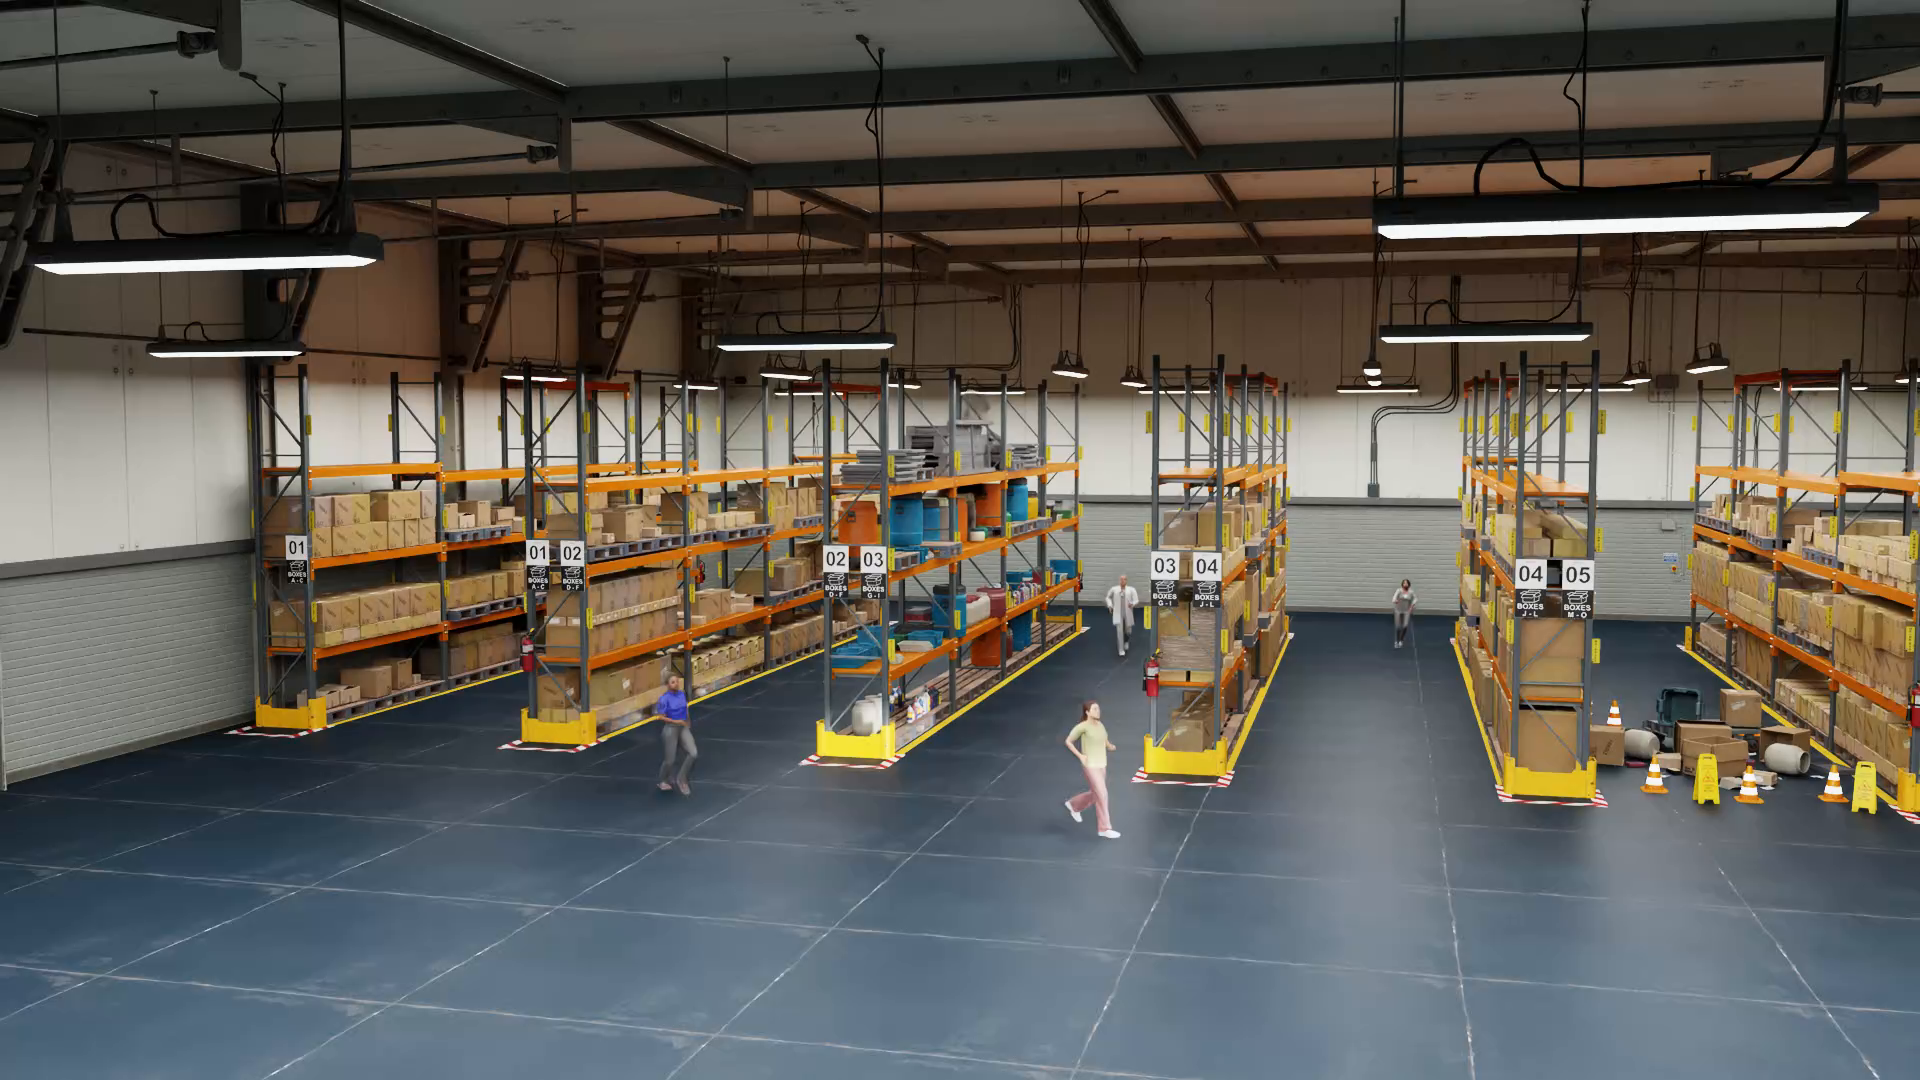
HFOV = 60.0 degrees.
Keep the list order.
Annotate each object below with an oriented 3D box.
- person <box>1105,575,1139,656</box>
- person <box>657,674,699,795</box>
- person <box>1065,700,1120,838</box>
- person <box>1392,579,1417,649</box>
[{"bbox_3d":[3.537,1.631,36.258,0.719,1.743,0.884,0,4,2],"label":"person"},{"bbox_3d":[-3.848,2.642,22.604,0.582,1.663,0.702,-4,6,-44],"label":"person"},{"bbox_3d":[1.608,2.773,20.327,0.895,1.636,0.588,4,5,43],"label":"person"},{"bbox_3d":[9.930,1.655,37.173,0.540,1.589,0.644,1,4,16],"label":"person"}]
